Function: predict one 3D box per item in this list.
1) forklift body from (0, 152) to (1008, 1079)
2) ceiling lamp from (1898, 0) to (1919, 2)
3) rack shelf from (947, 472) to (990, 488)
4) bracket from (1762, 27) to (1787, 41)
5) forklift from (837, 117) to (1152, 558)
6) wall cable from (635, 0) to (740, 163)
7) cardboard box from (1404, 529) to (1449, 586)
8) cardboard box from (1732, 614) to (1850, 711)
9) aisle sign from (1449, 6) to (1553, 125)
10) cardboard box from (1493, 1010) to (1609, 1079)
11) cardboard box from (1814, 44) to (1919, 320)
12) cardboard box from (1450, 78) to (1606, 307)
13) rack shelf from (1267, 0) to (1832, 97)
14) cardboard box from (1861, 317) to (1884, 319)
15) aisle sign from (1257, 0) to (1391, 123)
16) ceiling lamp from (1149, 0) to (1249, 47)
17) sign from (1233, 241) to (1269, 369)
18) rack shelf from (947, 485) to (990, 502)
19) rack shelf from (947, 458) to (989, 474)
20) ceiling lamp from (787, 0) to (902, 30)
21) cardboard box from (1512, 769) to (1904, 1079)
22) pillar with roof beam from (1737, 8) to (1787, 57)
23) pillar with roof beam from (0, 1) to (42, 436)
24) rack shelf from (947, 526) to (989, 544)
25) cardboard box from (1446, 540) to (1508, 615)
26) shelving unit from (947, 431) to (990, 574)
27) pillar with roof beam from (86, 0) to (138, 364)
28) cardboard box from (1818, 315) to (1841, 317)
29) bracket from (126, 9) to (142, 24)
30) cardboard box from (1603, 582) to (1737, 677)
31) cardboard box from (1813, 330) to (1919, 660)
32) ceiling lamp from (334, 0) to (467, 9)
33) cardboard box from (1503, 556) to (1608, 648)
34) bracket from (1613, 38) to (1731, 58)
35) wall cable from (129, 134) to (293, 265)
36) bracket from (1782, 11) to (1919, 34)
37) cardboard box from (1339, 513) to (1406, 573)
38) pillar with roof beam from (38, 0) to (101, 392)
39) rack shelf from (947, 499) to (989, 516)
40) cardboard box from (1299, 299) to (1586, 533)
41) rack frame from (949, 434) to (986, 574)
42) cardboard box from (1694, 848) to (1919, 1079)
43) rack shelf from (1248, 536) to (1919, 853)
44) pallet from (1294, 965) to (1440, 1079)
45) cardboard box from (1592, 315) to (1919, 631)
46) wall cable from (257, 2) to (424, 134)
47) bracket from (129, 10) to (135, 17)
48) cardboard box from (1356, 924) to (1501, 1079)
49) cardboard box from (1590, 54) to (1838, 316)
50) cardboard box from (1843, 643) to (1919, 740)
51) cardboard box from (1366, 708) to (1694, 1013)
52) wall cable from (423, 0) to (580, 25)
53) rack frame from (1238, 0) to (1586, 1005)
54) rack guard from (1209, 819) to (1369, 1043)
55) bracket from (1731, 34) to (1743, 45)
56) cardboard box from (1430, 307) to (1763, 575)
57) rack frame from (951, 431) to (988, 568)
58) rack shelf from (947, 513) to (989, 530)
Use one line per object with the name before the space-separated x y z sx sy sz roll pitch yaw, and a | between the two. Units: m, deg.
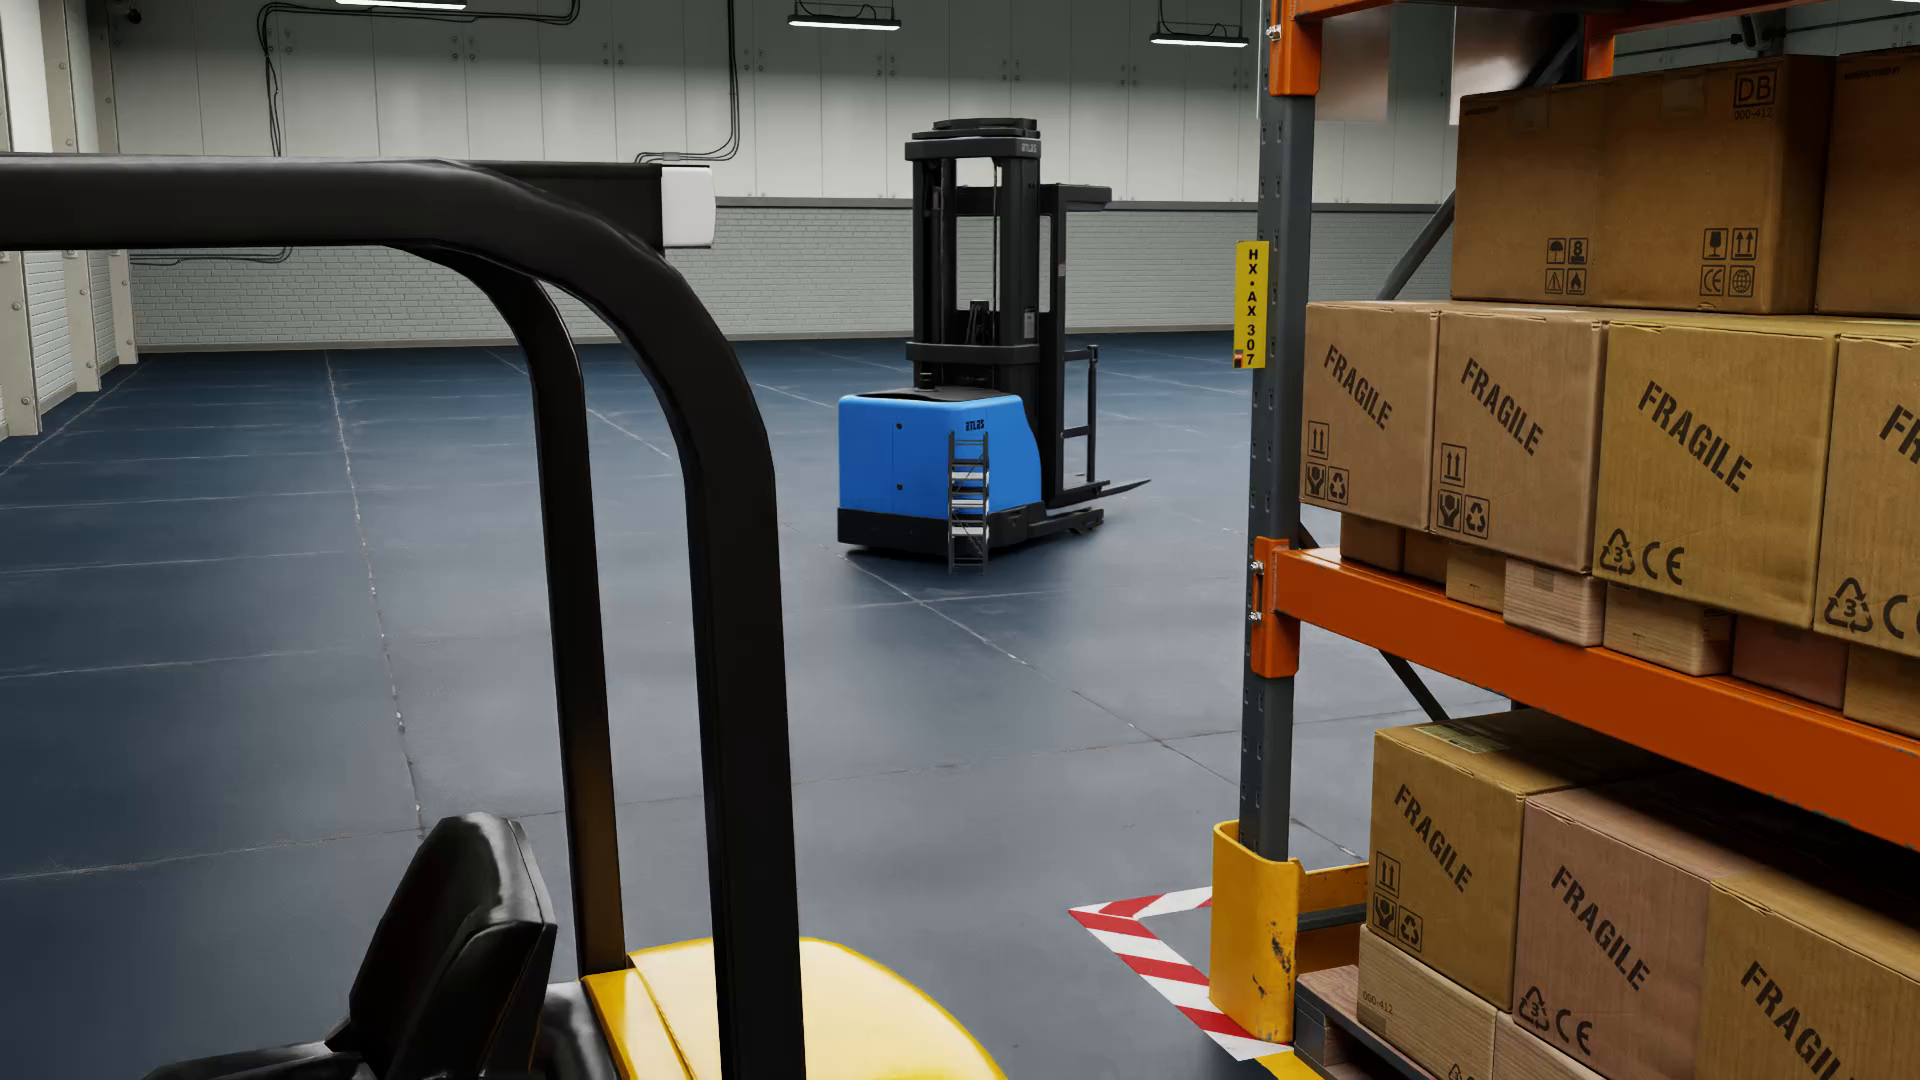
forklift body | -0.977 0.712 1.777 2.313 2.155 1.214 -4 11 -21
ceiling lamp | 14.614 -10.040 25.883 2.000 3.144 0.800 -4 11 -21
rack shelf | 0.055 -0.387 10.687 0.258 0.077 0.200 1 10 4
bracket | 16.529 -10.281 33.745 0.235 0.232 0.430 -4 11 -21
forklift | 0.409 -1.528 12.141 1.130 2.935 3.031 7 12 34
wall cable | -5.805 -10.418 35.084 2.305 6.003 0.169 -4 11 -21
cardboard box | 1.296 0.017 3.976 0.380 0.149 0.250 -4 11 -20
cardboard box | 1.642 0.189 3.008 0.380 0.149 0.250 -4 11 -19
aisle sign | 1.508 -1.524 4.499 0.394 0.787 0.004 -4 11 -21
cardboard box | 1.473 1.165 3.460 0.500 0.250 0.500 -3 11 -19
cardboard box | 2.106 -0.674 3.154 0.700 0.500 0.500 -4 11 -22
cardboard box | 1.649 -0.834 4.053 0.700 0.500 0.500 -4 11 -22
rack shelf | 1.985 -1.012 2.531 1.077 0.370 4.000 -4 11 -21
cardboard box | 2.069 -0.176 3.210 0.500 0.500 0.500 -4 11 -21
aisle sign | 0.949 -1.486 4.285 0.394 0.787 0.004 -4 11 -21
ceiling lamp | 4.471 -11.041 31.628 2.000 3.185 0.800 -4 11 -21
sign | 0.755 -0.607 4.297 0.100 0.325 0.005 -4 11 -21
rack shelf | 0.055 -0.298 10.703 0.258 0.077 0.200 1 10 4
rack shelf | 0.055 -0.475 10.672 0.258 0.077 0.200 1 10 4
ceiling lamp | -2.109 -10.593 29.109 2.000 3.185 0.800 -4 11 -21
cardboard box | 1.498 0.801 3.366 0.500 0.500 0.500 -4 11 -23
pillar with roof beam | 12.697 -8.326 33.031 9.100 9.000 0.548 -4 11 -21
pillar with roof beam | -6.463 -5.894 19.359 9.100 9.000 0.400 -4 11 -21
rack shelf | 0.055 -0.032 10.750 0.258 0.077 0.200 1 10 4
cardboard box | 1.316 0.066 3.703 0.380 0.149 0.250 -4 11 -23
shelving unit | 0.055 -0.242 10.713 0.258 0.900 0.210 1 10 4
pillar with roof beam | -10.811 -7.853 30.371 9.100 9.000 0.548 -4 11 -21
cardboard box | 1.891 -0.258 3.670 0.500 0.500 0.500 -4 11 -21
bracket | -15.502 -9.829 31.202 0.235 0.232 0.430 -4 11 -21
cardboard box | 1.490 0.150 3.229 0.380 0.149 0.250 -4 11 -19
cardboard box | 1.742 -0.066 2.593 0.500 0.500 0.500 -4 11 -22
ceiling lamp | -8.997 -10.124 26.472 2.000 3.185 0.800 -4 11 -21
cardboard box | 1.365 0.110 3.454 0.380 0.149 0.250 -4 11 -20
bracket | 15.289 -10.840 36.886 0.076 0.066 4.783 -4 11 -21
wall cable | -14.659 -6.615 32.282 3.097 2.526 0.112 -4 11 -21
bracket | 17.463 -9.860 31.380 0.076 0.066 4.783 -4 11 -21
cardboard box | 1.191 -0.023 4.202 0.380 0.149 0.250 -4 11 -21
pillar with roof beam | -8.637 -6.873 24.865 9.100 9.000 0.400 -4 11 -21
rack shelf | 0.055 -0.210 10.719 0.258 0.077 0.200 1 10 4
cardboard box | 1.174 -0.316 3.998 0.500 0.500 0.500 -4 11 -22
rack frame | 0.047 -0.225 10.613 0.240 0.900 0.006 1 10 4
cardboard box | 1.672 0.883 2.902 0.500 0.500 0.500 -4 11 -20
rack shelf | 1.985 0.465 2.794 1.077 0.370 4.000 -4 11 -21
pallet | 1.549 1.305 3.982 1.003 0.211 1.213 -4 11 -21
cardboard box | 1.550 -0.149 3.056 0.500 0.500 0.500 -4 11 -22
wall cable | -12.137 -9.274 32.805 3.097 2.526 0.112 -4 11 -21
bracket | -15.288 -9.732 30.660 0.076 0.066 3.189 -4 11 -21
cardboard box | 1.295 1.081 3.931 0.500 0.250 0.500 -4 11 -21
cardboard box | 1.825 -0.751 3.586 0.700 0.500 0.500 -4 11 -20
cardboard box | 1.710 0.234 2.755 0.380 0.149 0.250 -4 11 -22
cardboard box | 1.304 0.715 3.844 0.500 0.500 0.500 -4 11 -23
wall cable | -9.253 -11.709 33.510 3.097 2.526 0.112 -4 11 -21
rack frame | 1.261 -0.215 4.566 1.000 3.000 0.127 -4 11 -21
rack guard | 1.288 1.028 4.715 1.175 0.500 0.348 -4 11 -21
bracket | 16.229 -10.416 34.506 0.235 0.232 0.430 -4 11 -21
cardboard box | 1.364 -0.232 3.523 0.500 0.500 0.500 -4 11 -19
rack frame | 0.063 -0.260 10.813 0.240 0.900 0.006 1 10 4
rack shelf | 0.055 -0.121 10.735 0.258 0.077 0.200 1 10 4
